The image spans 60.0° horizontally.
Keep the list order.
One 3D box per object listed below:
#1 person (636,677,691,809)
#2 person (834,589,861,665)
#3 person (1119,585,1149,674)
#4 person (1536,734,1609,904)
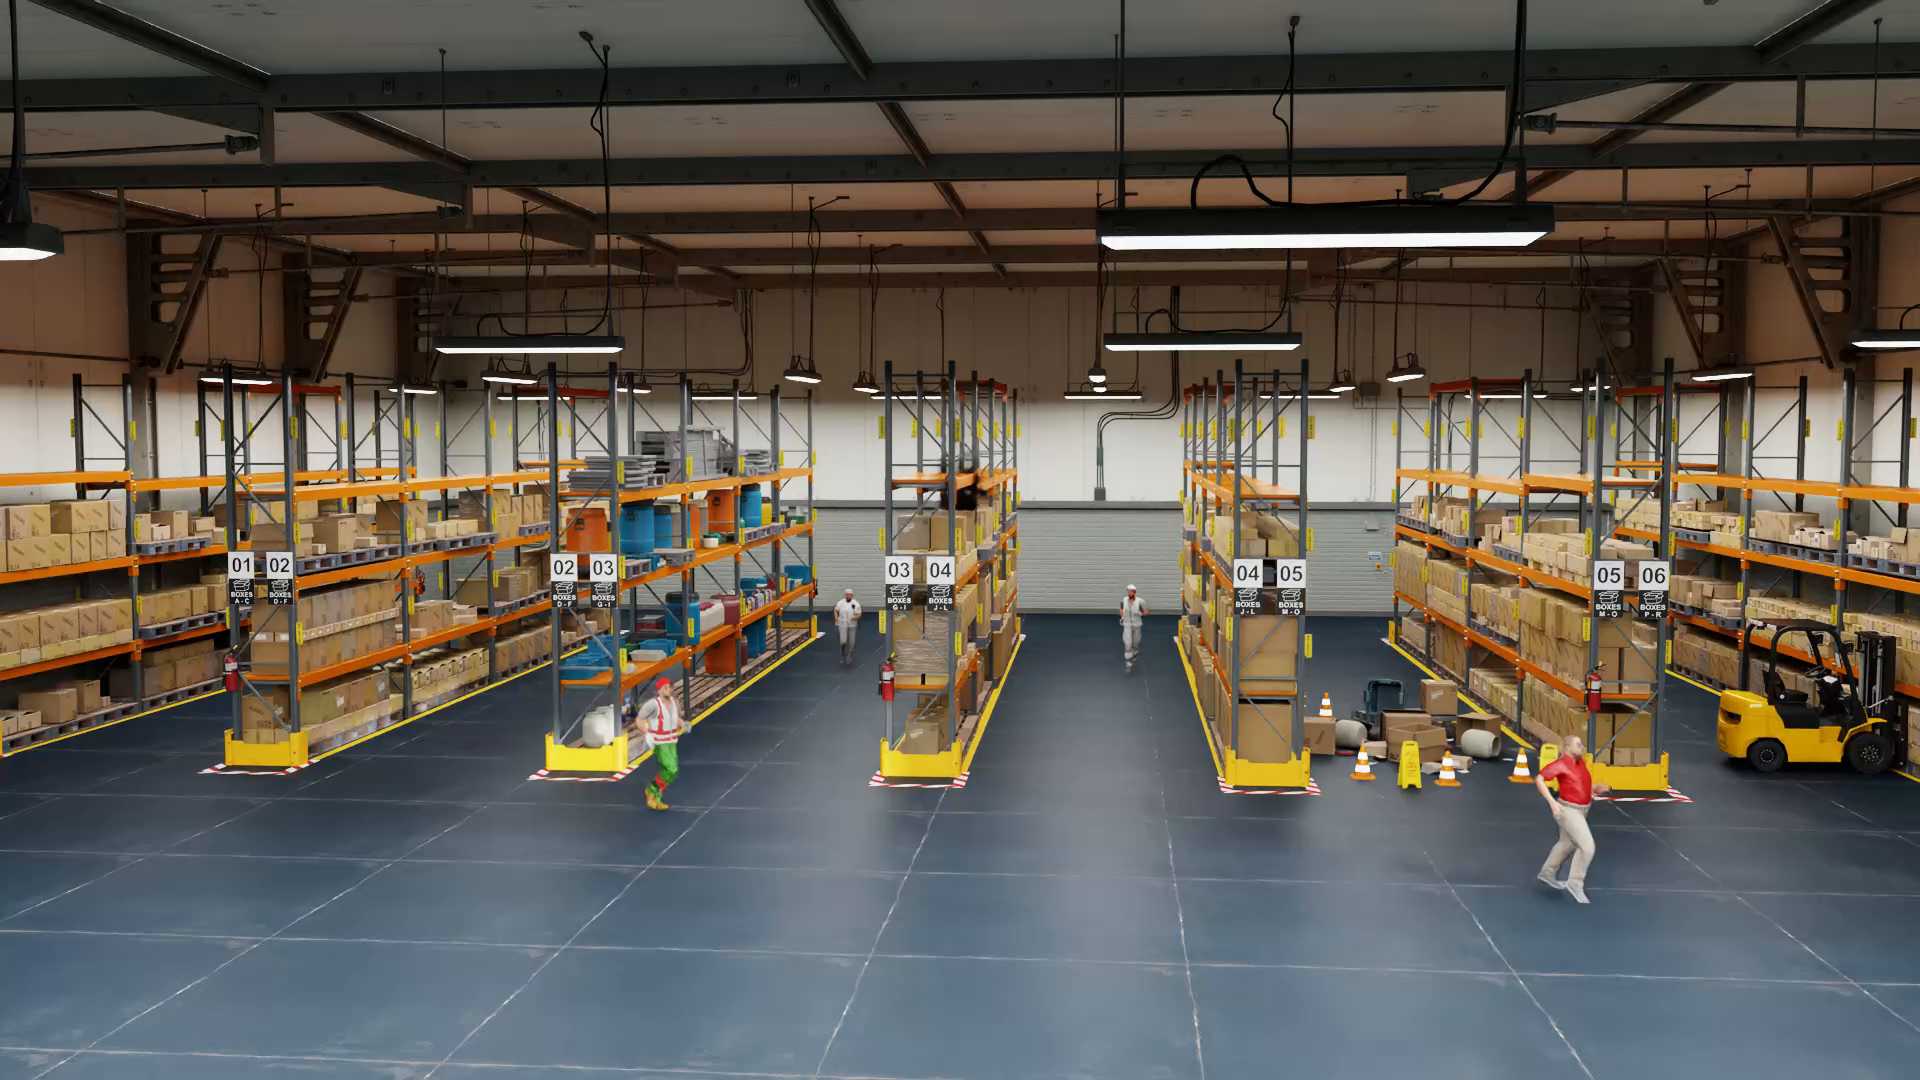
[{"bbox_3d":[-3.840,2.679,21.885,0.601,1.748,0.632,3,5,34],"label":"person"},{"bbox_3d":[-2.386,1.852,35.416,0.576,1.624,0.704,0,4,-6],"label":"person"},{"bbox_3d":[3.608,1.831,34.558,0.628,1.818,0.908,1,4,10],"label":"person"},{"bbox_3d":[6.568,2.982,17.824,0.754,1.798,0.631,3,5,41],"label":"person"}]
